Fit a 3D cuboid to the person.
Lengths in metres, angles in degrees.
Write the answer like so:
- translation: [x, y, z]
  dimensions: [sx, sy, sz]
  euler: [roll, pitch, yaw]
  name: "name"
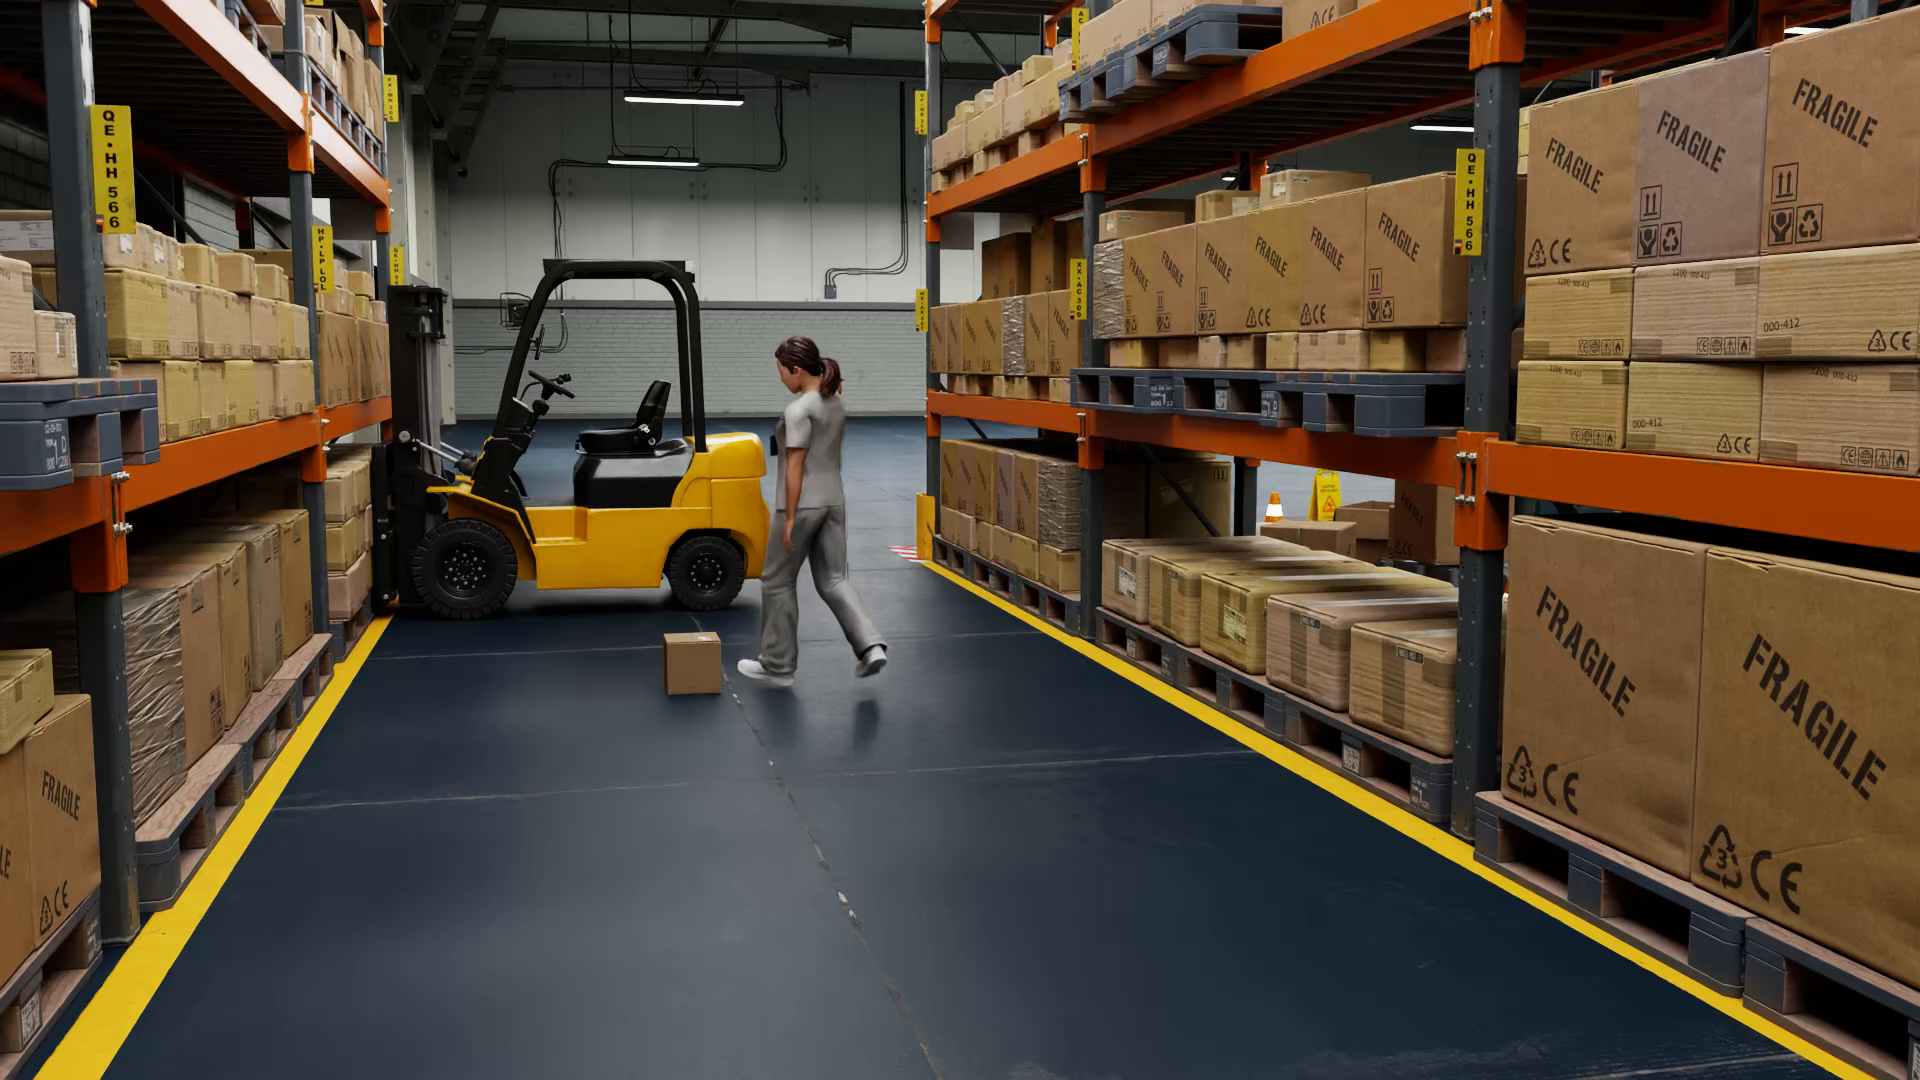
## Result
- translation: [-0.679, -0.127, 7.781]
  dimensions: [0.830, 1.652, 0.483]
  euler: [5, 8, 36]
  name: "person"
